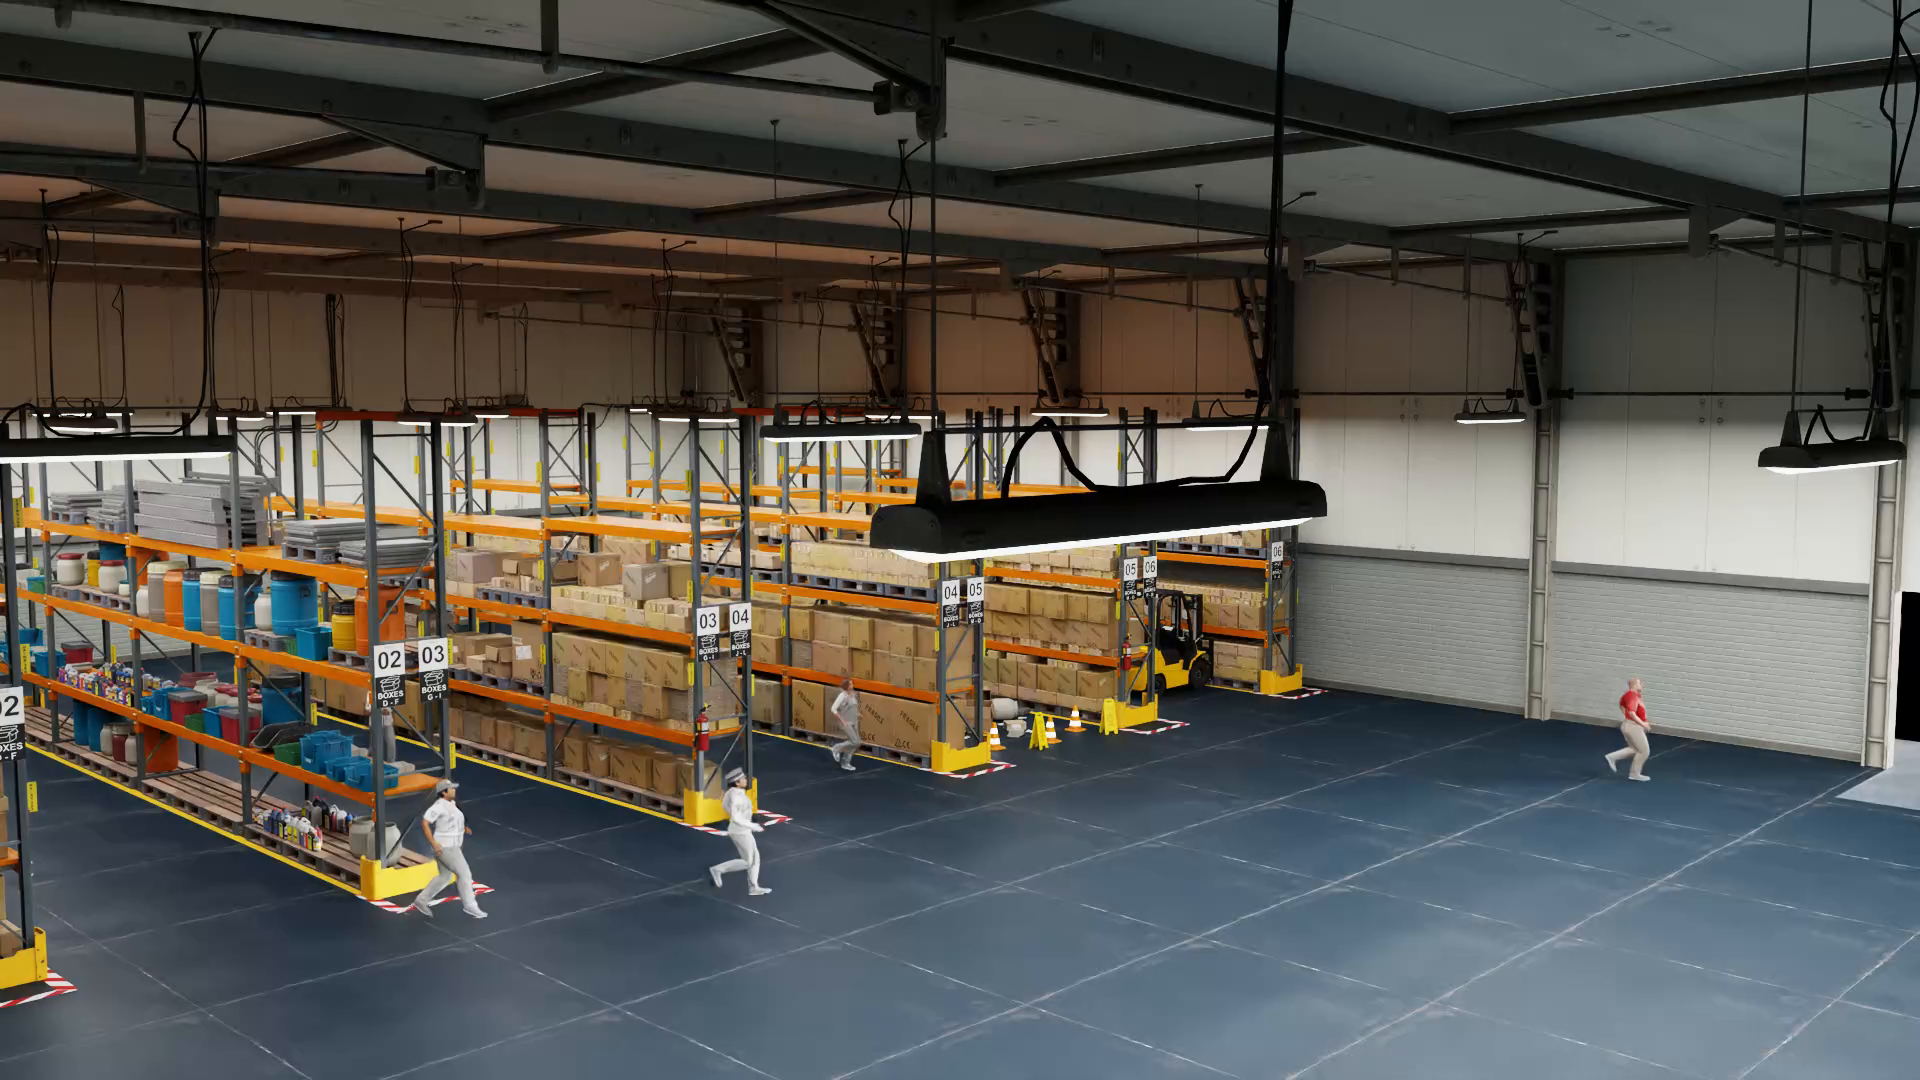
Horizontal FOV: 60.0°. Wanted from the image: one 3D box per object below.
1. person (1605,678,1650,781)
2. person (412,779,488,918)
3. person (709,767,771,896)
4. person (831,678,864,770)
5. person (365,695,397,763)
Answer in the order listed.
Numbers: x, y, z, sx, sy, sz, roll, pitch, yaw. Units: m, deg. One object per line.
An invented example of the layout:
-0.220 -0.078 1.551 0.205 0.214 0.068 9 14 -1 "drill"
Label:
10.930 3.084 27.155 0.677 1.682 0.686 1 5 7 "person"
-6.157 3.724 20.103 0.867 1.659 0.612 -1 5 -9 "person"
-2.773 3.663 20.891 0.778 1.656 0.632 -1 5 -14 "person"
-1.877 3.090 27.923 0.544 1.555 0.536 3 6 29 "person"
-9.472 3.050 27.211 0.876 1.699 0.581 4 6 36 "person"
